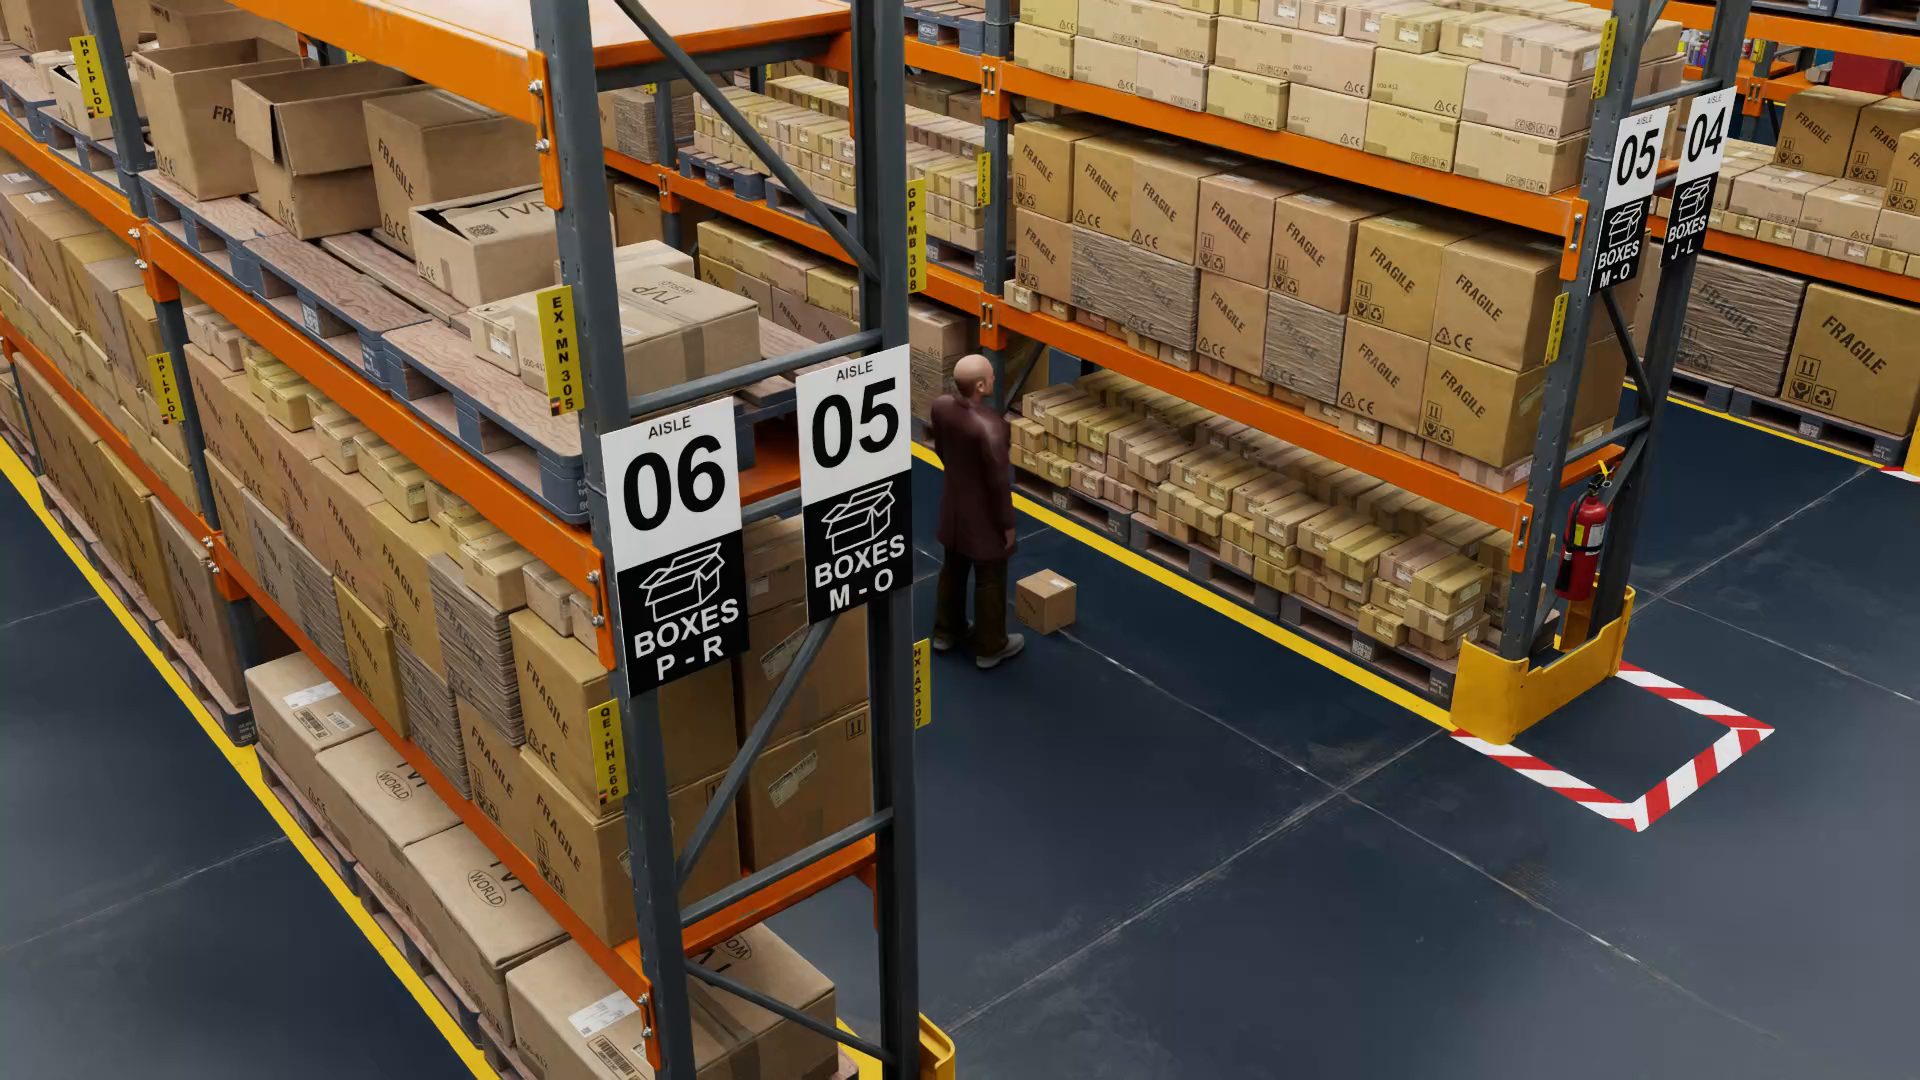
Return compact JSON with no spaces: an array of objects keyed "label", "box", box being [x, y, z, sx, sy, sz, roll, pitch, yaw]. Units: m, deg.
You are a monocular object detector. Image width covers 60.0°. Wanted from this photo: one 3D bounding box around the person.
[{"label":"person","box":[0.121,-0.167,8.940,0.445,1.798,0.574,-21,34,-34]}]
